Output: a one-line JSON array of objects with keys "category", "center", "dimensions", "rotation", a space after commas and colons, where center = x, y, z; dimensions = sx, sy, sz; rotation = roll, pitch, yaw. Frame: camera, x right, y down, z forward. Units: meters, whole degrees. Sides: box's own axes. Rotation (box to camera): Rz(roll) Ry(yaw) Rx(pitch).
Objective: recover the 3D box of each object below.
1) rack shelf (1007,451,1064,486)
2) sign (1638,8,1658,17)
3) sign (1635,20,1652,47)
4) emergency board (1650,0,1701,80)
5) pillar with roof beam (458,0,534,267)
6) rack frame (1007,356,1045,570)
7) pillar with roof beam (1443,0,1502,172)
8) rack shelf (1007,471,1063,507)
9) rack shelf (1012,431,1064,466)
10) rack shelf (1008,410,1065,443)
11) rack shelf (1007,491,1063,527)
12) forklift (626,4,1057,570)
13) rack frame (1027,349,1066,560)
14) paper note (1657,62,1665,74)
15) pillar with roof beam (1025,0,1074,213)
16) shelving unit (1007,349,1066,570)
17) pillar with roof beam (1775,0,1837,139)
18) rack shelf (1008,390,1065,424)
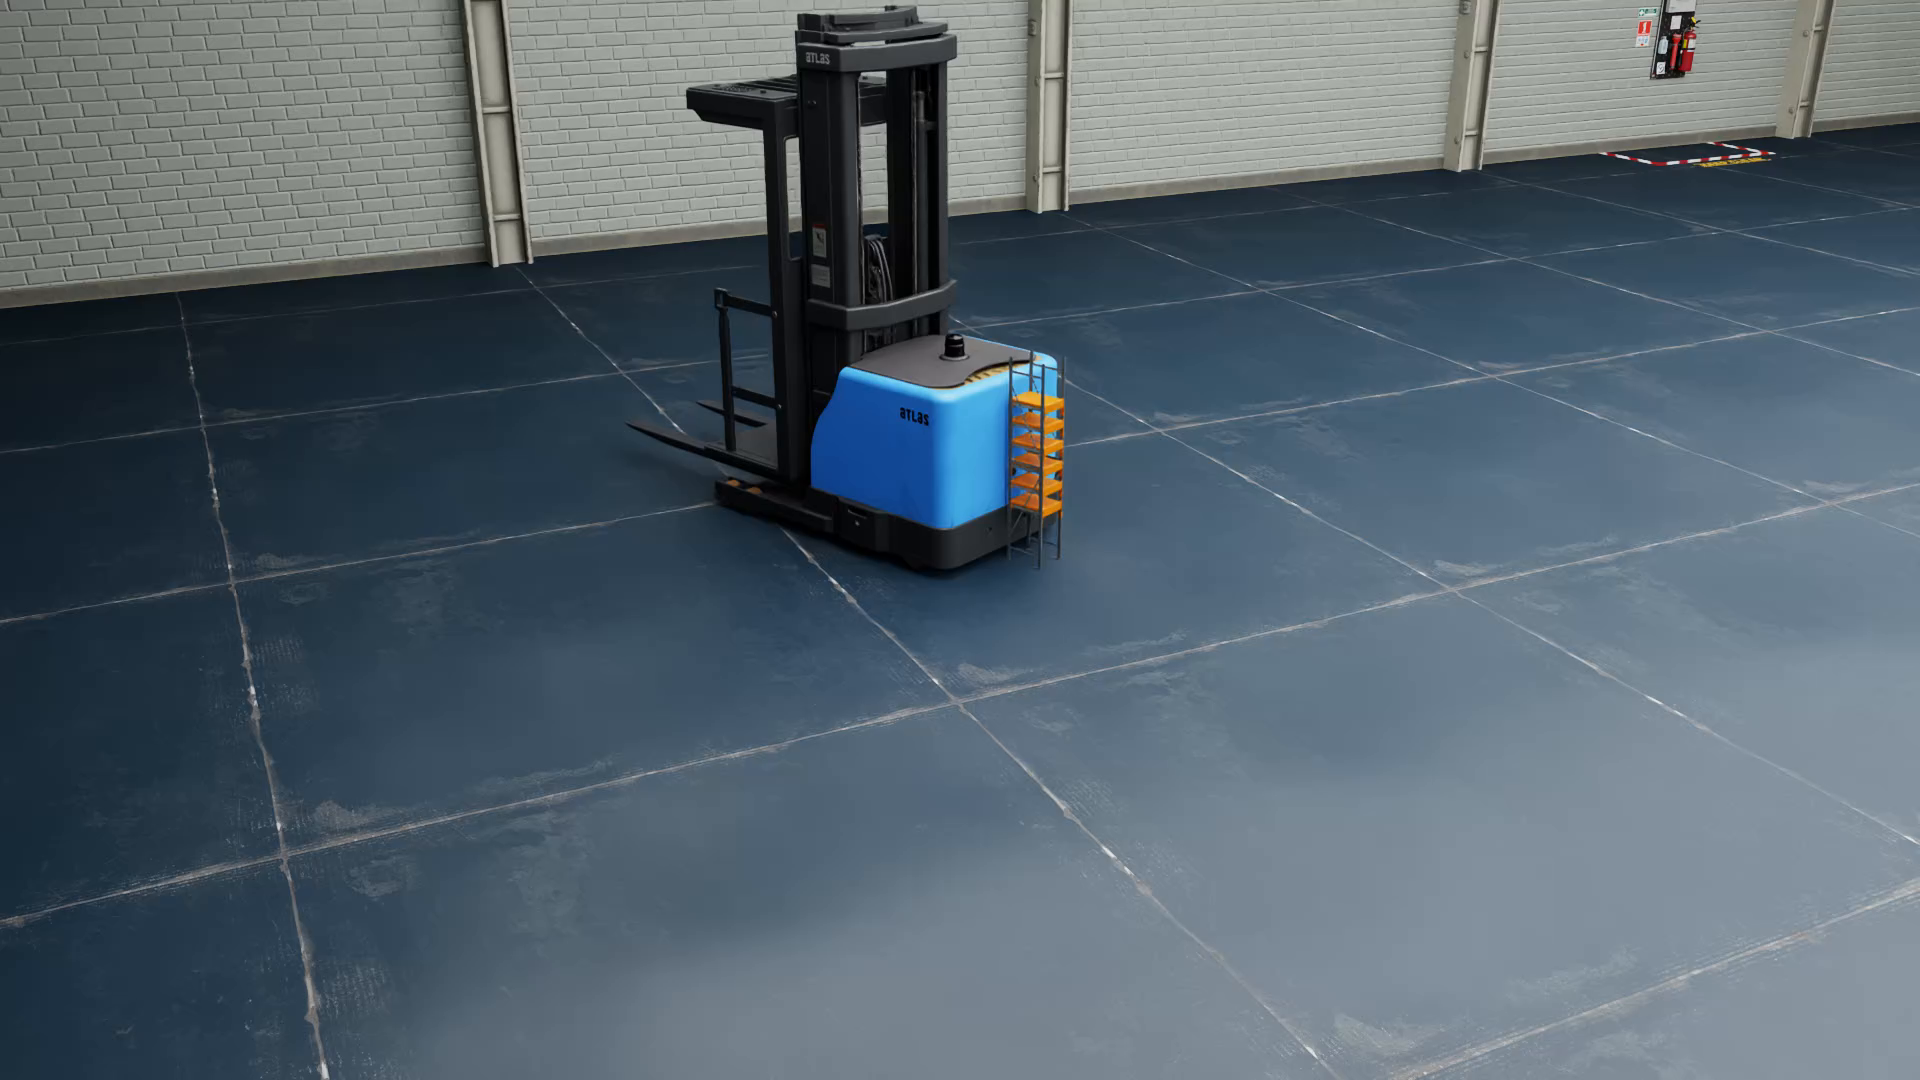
[{"category": "rack shelf", "center": [0.420, -0.399, 9.262], "dimensions": [0.258, 0.103, 0.180], "rotation": [18, 28, 36]}, {"category": "sign", "center": [9.014, -6.915, 21.793], "dimensions": [0.331, 0.109, 0.001], "rotation": [-10, 25, -24]}, {"category": "sign", "center": [9.006, -6.672, 21.900], "dimensions": [0.234, 0.329, 0.001], "rotation": [-10, 25, -24]}, {"category": "emergency board", "center": [9.549, -6.712, 22.042], "dimensions": [0.643, 1.169, 0.194], "rotation": [-10, 25, -24]}, {"category": "pillar with roof beam", "center": [-2.560, -5.411, 11.056], "dimensions": [0.400, 9.000, 9.100], "rotation": [-10, 25, -24]}, {"category": "rack frame", "center": [0.362, -0.413, 9.180], "dimensions": [0.240, 1.200, 0.006], "rotation": [18, 28, 36]}, {"category": "pillar with roof beam", "center": [8.253, -7.401, 15.865], "dimensions": [0.400, 9.000, 9.100], "rotation": [-10, 25, -24]}, {"category": "rack shelf", "center": [0.420, -0.289, 9.308], "dimensions": [0.258, 0.103, 0.180], "rotation": [18, 28, 36]}, {"category": "rack shelf", "center": [0.420, -0.510, 9.216], "dimensions": [0.258, 0.103, 0.180], "rotation": [18, 28, 36]}, {"category": "rack shelf", "center": [0.420, -0.621, 9.170], "dimensions": [0.258, 0.103, 0.180], "rotation": [18, 28, 36]}, {"category": "rack shelf", "center": [0.420, -0.178, 9.354], "dimensions": [0.258, 0.103, 0.180], "rotation": [18, 28, 36]}, {"category": "forklift", "center": [-0.868, -1.641, 9.883], "dimensions": [3.031, 2.935, 1.130], "rotation": [19, 29, 38]}, {"category": "rack frame", "center": [0.479, -0.467, 9.310], "dimensions": [0.240, 1.200, 0.006], "rotation": [18, 28, 36]}, {"category": "paper note", "center": [9.360, -6.299, 22.197], "dimensions": [0.142, 0.148, 0.016], "rotation": [-10, 25, -24]}, {"category": "pillar with roof beam", "center": [2.847, -6.406, 13.461], "dimensions": [0.400, 9.000, 9.100], "rotation": [-10, 25, -24]}, {"category": "shelving unit", "center": [0.420, -0.440, 9.245], "dimensions": [0.258, 1.200, 0.189], "rotation": [18, 28, 36]}, {"category": "pillar with roof beam", "center": [13.659, -8.397, 18.269], "dimensions": [0.400, 9.000, 9.100], "rotation": [-10, 25, -24]}, {"category": "rack shelf", "center": [0.420, -0.732, 9.125], "dimensions": [0.258, 0.103, 0.180], "rotation": [18, 28, 36]}]
